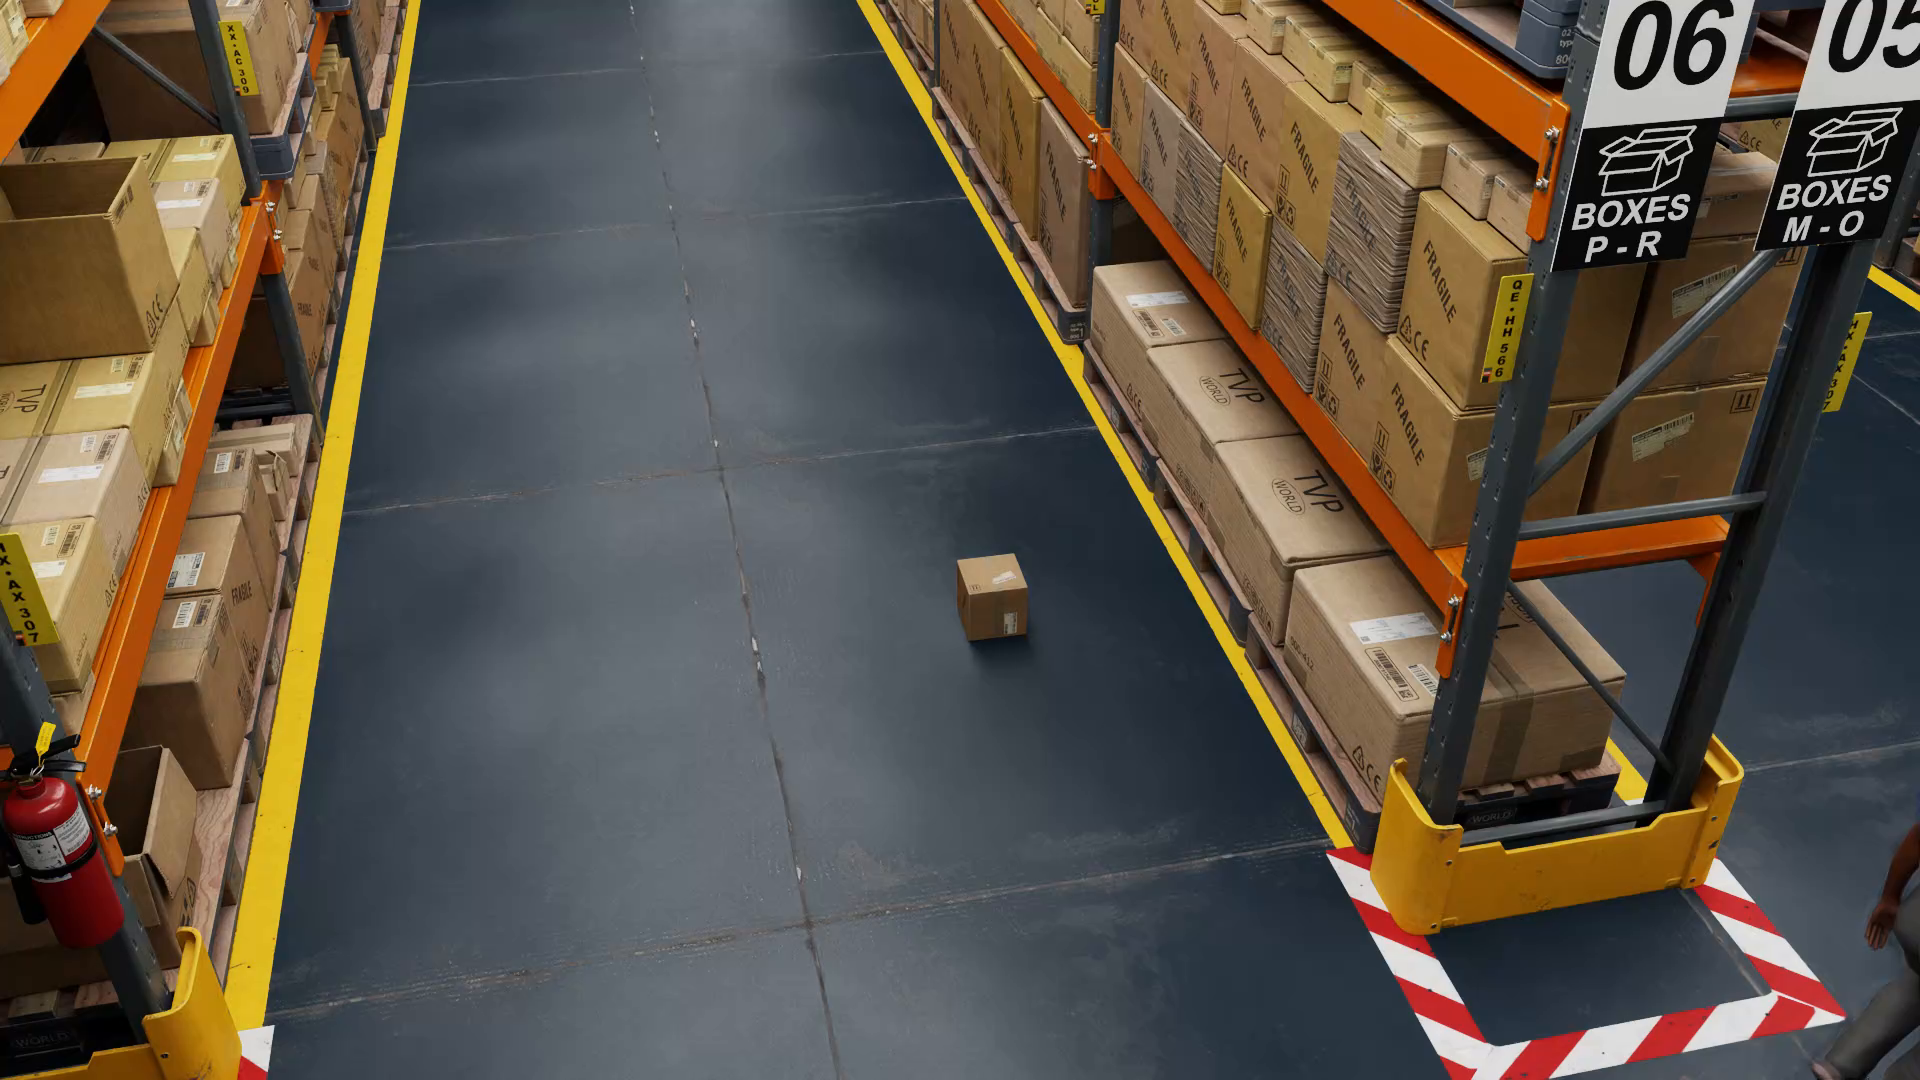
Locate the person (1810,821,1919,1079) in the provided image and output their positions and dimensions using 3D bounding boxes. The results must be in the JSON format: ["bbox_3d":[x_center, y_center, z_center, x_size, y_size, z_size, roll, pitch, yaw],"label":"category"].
[{"bbox_3d":[2.764,1.105,4.532,0.424,1.677,0.452,-10,36,-14],"label":"person"}]
